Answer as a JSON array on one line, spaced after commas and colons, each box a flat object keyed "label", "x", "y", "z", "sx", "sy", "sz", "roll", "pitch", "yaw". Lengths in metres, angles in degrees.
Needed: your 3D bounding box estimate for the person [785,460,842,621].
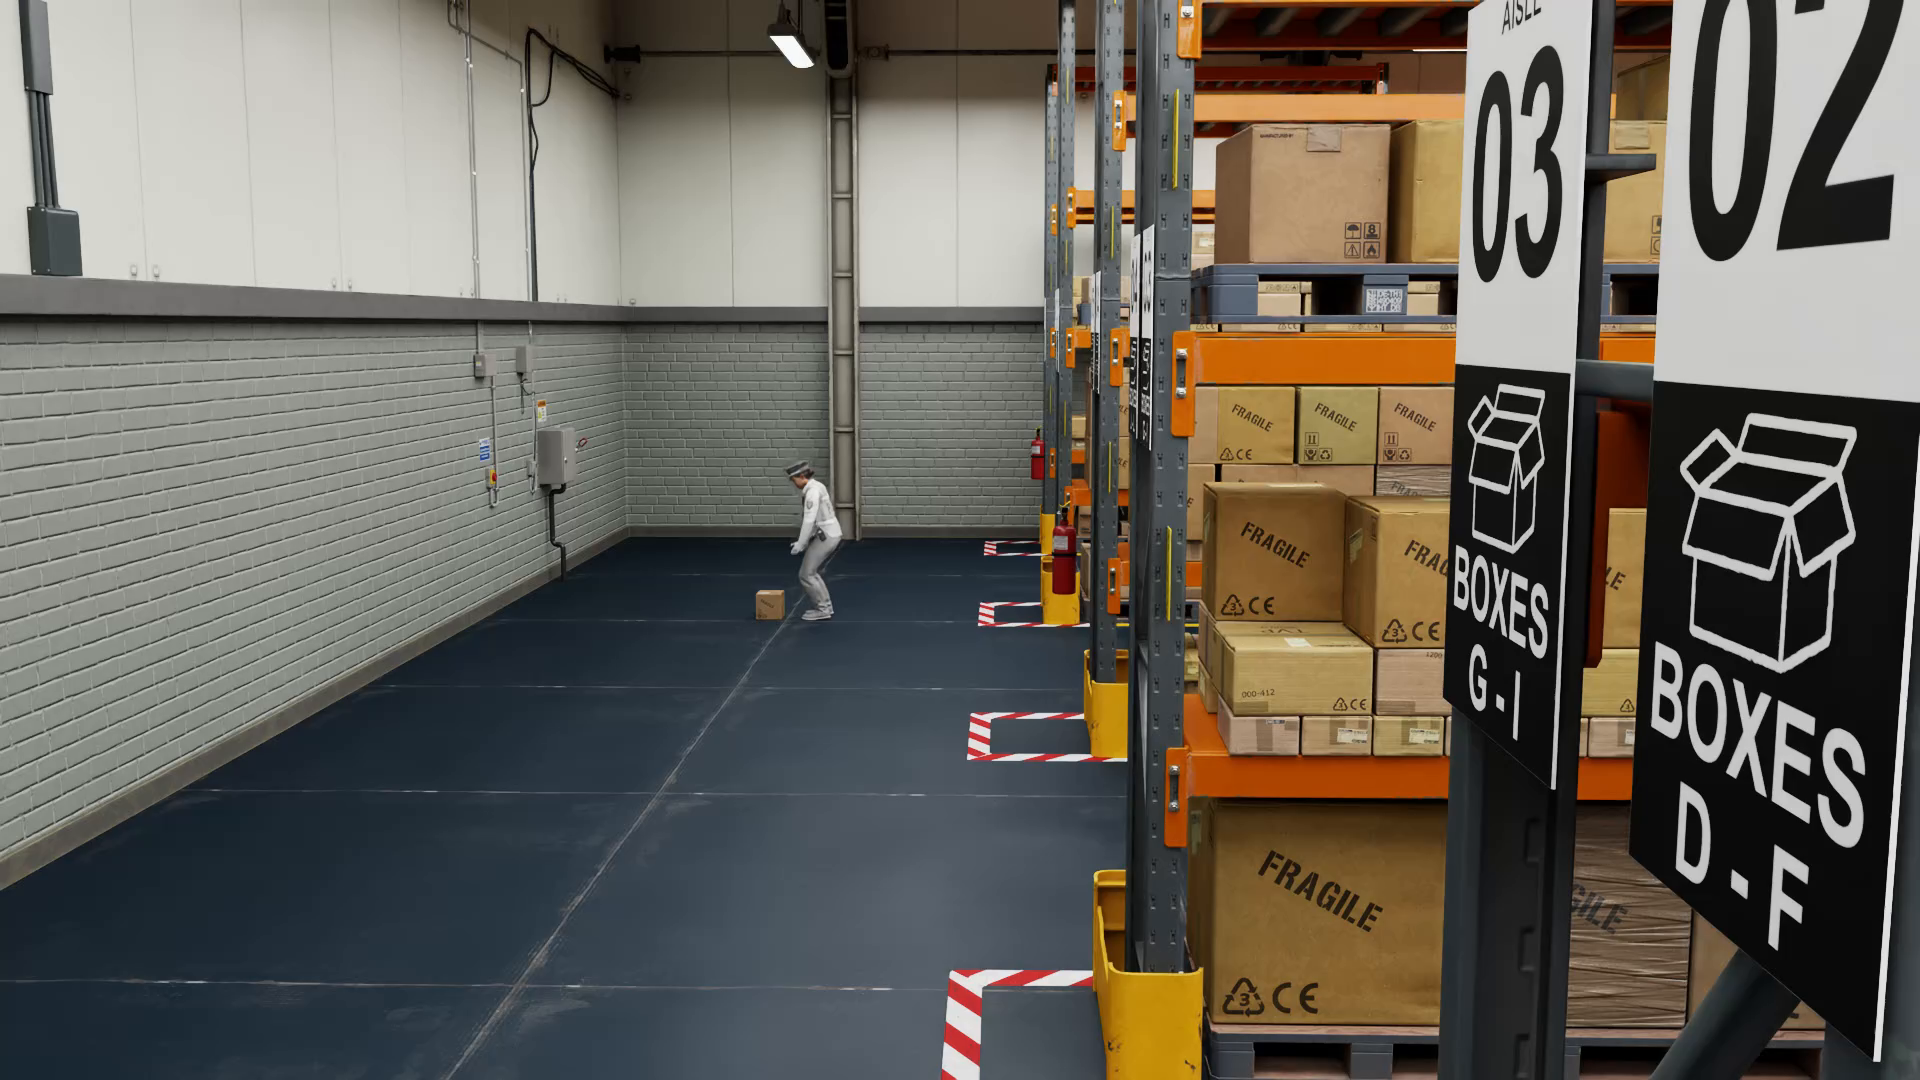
[{"label": "person", "x": -1.432, "y": 0.007, "z": 16.225, "sx": 0.548, "sy": 1.548, "sz": 0.520, "roll": 0, "pitch": 7, "yaw": 2}]
